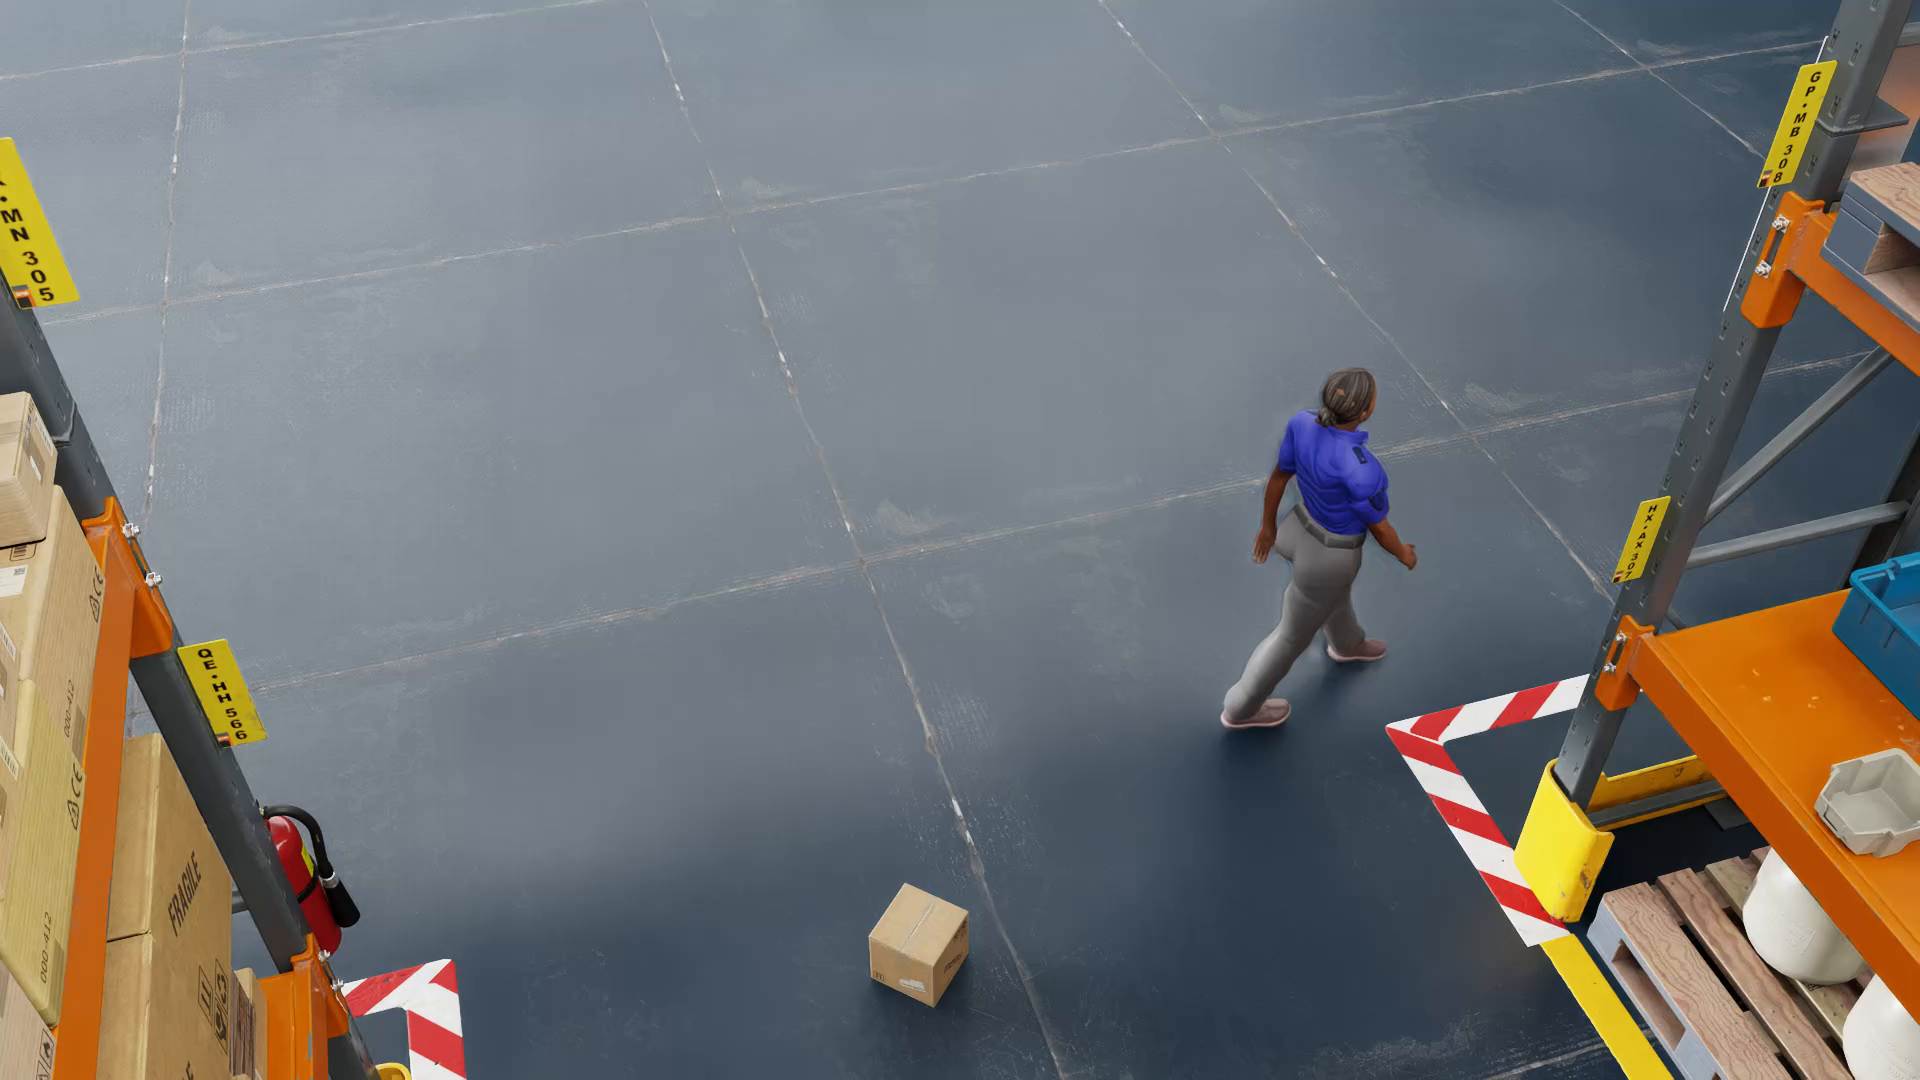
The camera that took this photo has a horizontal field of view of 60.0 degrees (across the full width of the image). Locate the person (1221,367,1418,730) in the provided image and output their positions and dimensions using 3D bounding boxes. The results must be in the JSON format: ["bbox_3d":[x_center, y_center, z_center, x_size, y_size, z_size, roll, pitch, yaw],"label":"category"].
[{"bbox_3d":[1.404,0.018,6.150,0.855,1.656,0.457,-15,45,-16],"label":"person"}]
